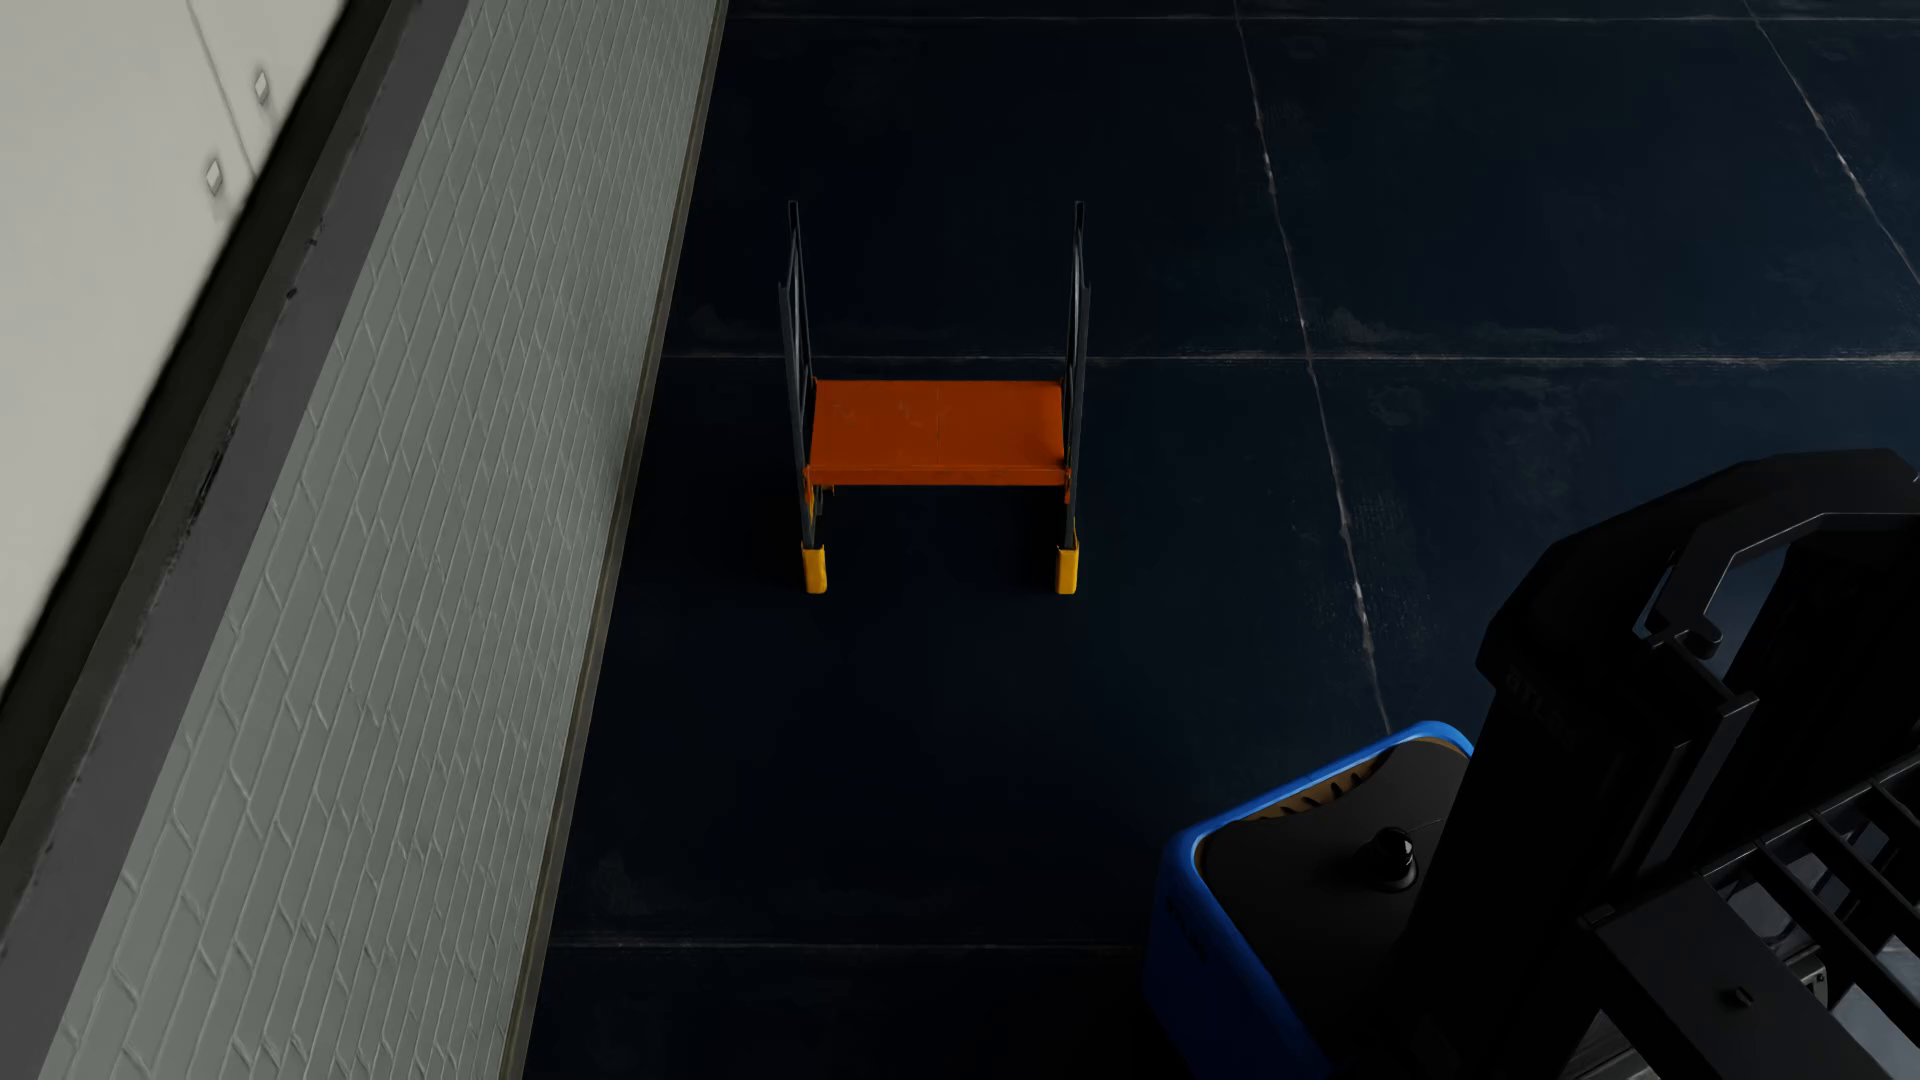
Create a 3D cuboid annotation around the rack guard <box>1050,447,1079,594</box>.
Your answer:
[{"bbox_3d":[0.422,-0.084,6.738,0.087,0.250,0.587,0,47,0],"label":"rack guard"}]

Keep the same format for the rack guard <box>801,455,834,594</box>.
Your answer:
[{"bbox_3d":[-0.574,-0.087,6.741,0.087,0.250,0.587,0,47,0],"label":"rack guard"}]

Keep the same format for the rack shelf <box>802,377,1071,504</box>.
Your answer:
[{"bbox_3d":[-0.085,-0.389,6.414,1.000,0.185,0.538,0,47,0],"label":"rack shelf"}]

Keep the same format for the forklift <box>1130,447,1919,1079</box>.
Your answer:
[{"bbox_3d":[1.664,1.363,3.560,1.130,2.935,3.031,-21,50,-18],"label":"forklift"}]

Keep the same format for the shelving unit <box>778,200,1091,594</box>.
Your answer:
[{"bbox_3d":[-0.076,-0.511,6.282,1.083,1.500,0.587,0,47,0],"label":"shelving unit"}]

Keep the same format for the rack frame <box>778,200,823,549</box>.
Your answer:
[{"bbox_3d":[-0.594,-0.513,6.283,0.032,1.500,0.500,0,47,0],"label":"rack frame"}]

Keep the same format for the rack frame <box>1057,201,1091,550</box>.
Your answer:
[{"bbox_3d":[0.423,-0.510,6.281,0.032,1.500,0.500,0,47,0],"label":"rack frame"}]
